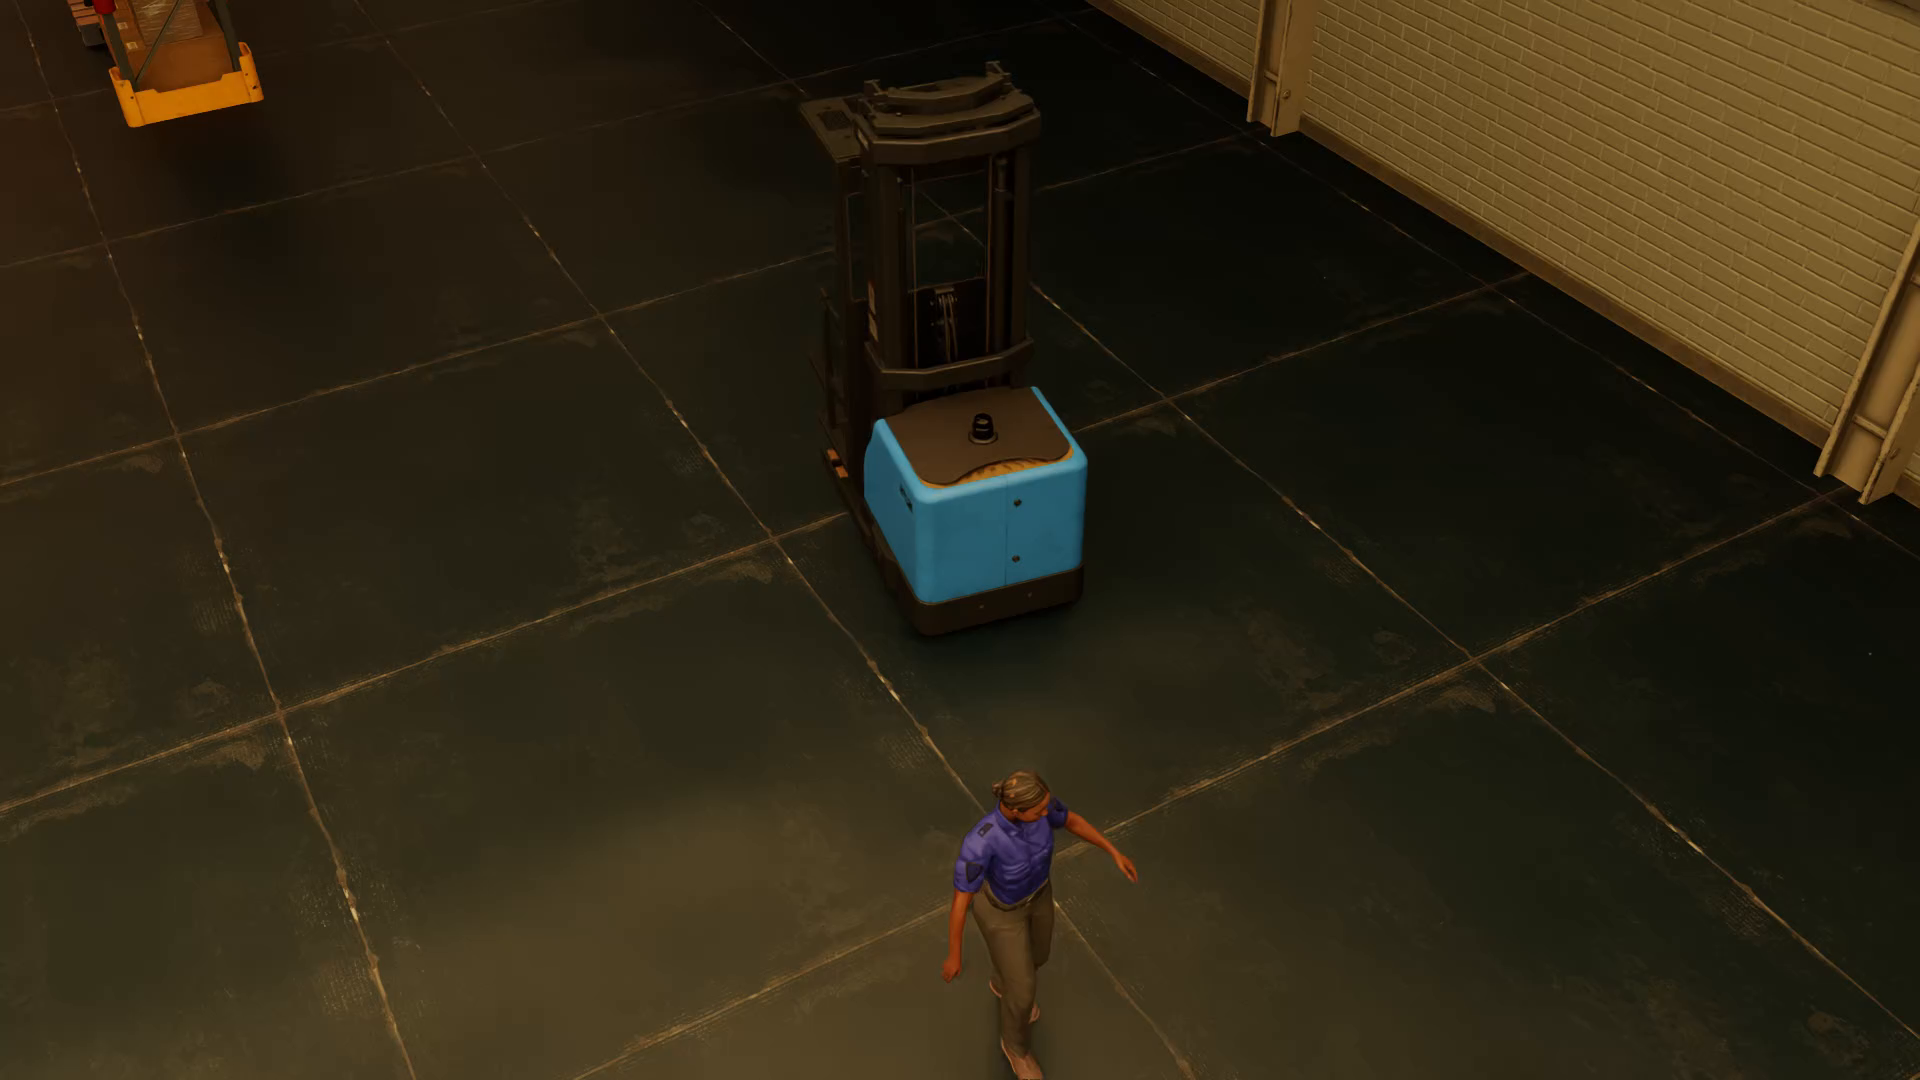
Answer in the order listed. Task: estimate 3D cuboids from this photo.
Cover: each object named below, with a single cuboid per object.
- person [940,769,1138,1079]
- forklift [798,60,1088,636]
[{"bbox_3d":[0.287,1.635,7.130,0.899,1.687,0.551,-31,49,-32],"label":"person"},{"bbox_3d":[-0.261,-1.526,9.876,1.130,2.935,3.031,-13,41,-16],"label":"forklift"}]
